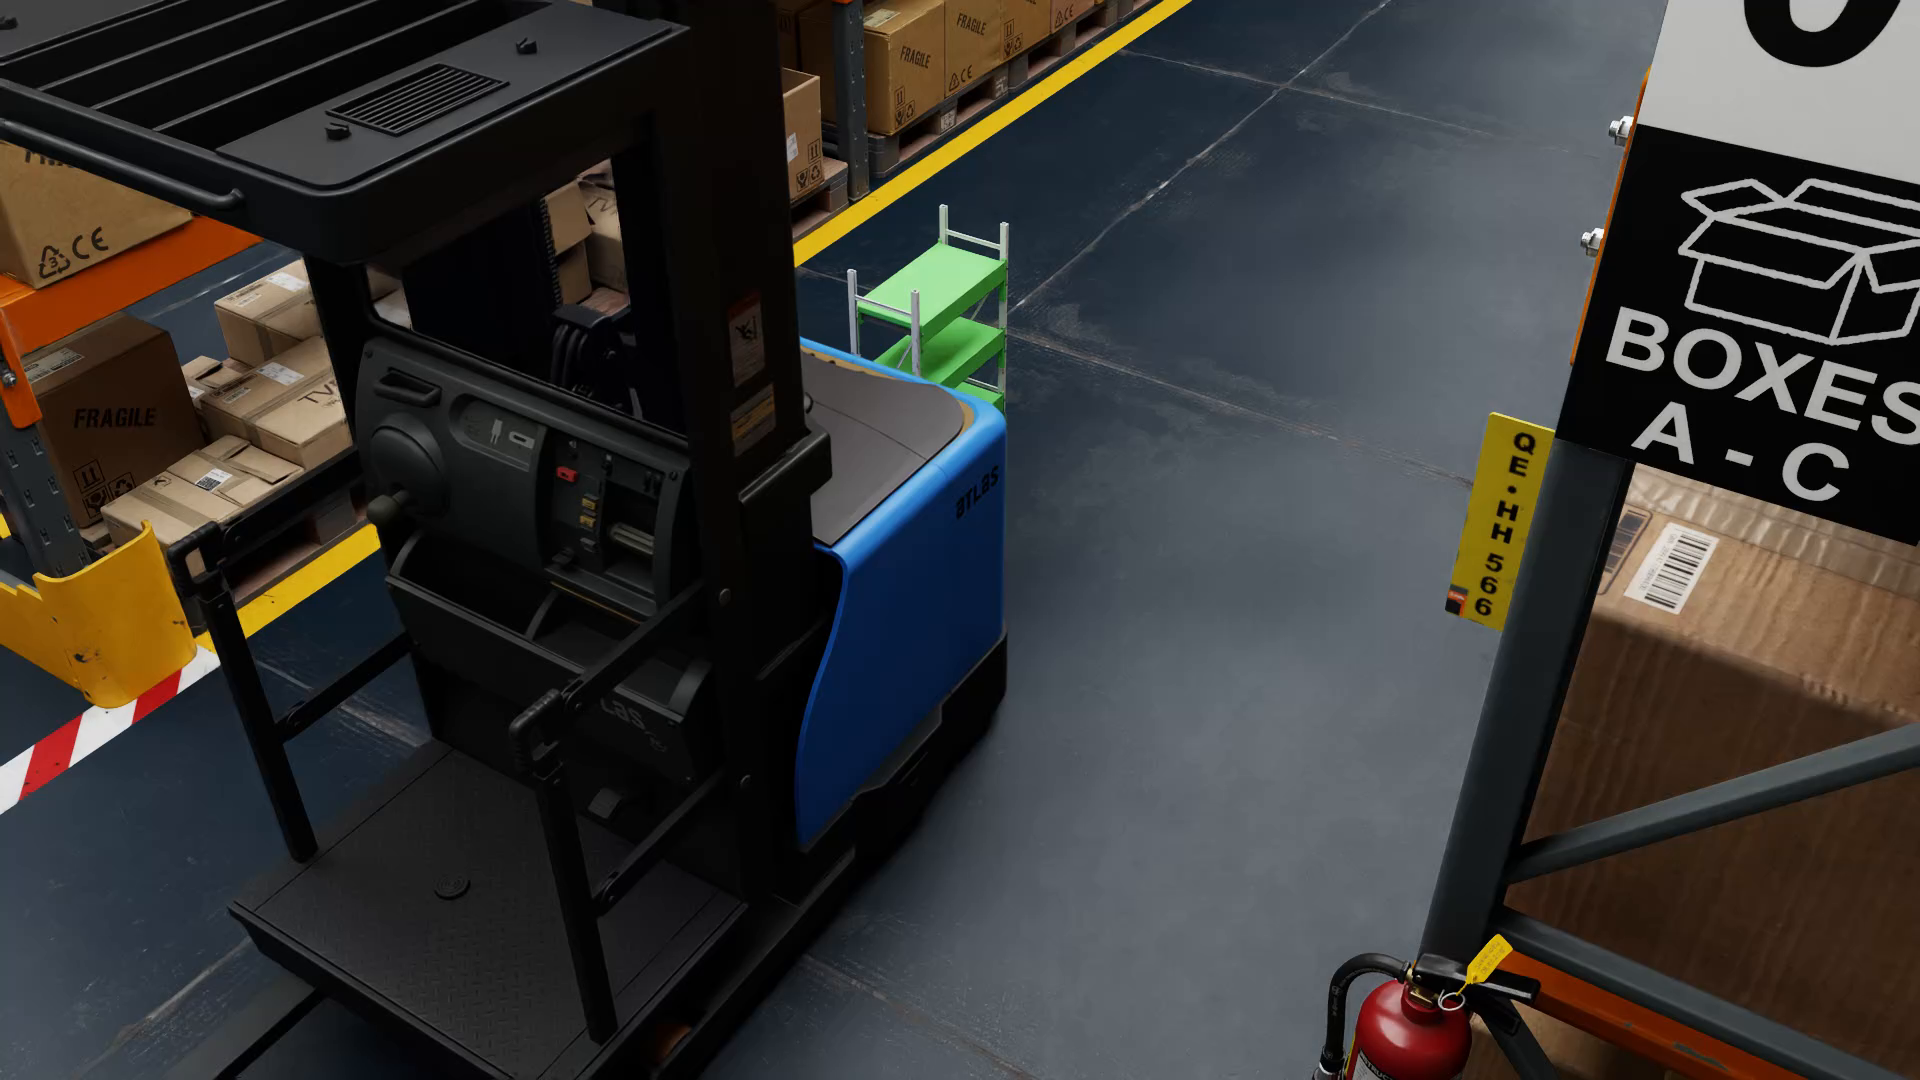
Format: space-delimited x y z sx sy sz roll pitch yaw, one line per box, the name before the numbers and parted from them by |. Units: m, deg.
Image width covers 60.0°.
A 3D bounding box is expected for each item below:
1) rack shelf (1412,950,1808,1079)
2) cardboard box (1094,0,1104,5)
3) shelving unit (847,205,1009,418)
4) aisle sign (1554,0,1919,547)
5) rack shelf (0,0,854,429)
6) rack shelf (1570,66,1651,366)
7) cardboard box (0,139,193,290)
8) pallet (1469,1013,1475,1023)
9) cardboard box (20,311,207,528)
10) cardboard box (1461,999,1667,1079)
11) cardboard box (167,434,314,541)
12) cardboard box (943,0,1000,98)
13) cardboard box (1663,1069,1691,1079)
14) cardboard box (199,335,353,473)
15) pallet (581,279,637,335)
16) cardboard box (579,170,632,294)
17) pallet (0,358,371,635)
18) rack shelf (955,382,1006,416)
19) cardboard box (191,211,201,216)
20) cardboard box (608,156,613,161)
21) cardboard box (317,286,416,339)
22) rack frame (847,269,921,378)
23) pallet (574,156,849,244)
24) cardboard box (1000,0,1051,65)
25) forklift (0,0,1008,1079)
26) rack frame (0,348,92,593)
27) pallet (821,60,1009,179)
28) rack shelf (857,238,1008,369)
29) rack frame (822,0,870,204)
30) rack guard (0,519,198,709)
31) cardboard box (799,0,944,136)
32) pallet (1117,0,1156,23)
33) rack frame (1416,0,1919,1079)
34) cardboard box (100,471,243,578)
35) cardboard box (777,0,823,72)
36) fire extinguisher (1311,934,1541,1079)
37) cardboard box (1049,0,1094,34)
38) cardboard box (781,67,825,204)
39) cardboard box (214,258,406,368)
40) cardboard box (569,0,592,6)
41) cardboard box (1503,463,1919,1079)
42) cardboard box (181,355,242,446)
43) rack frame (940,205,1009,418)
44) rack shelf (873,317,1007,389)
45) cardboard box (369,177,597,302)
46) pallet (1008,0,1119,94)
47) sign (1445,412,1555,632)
rack shelf | 2.233 -0.025 3.915 1.077 0.370 4.000 21 42 25
cardboard box | 0.682 -3.380 9.365 0.500 0.500 0.500 20 42 24
shelving unit | -0.089 -0.390 5.273 0.258 1.200 0.503 21 42 25
aisle sign | 0.869 -0.369 1.643 0.394 0.787 0.004 21 42 25
rack shelf | -1.952 -1.643 6.014 1.077 0.370 4.000 21 42 25
rack shelf | 2.233 -1.213 2.999 1.077 0.370 4.000 21 42 25
cardboard box | -2.563 -1.079 4.611 0.500 0.500 0.500 22 43 26
pallet | 1.523 1.388 3.777 1.003 0.211 1.213 21 42 25
cardboard box | -2.940 -0.442 5.554 0.500 0.500 0.500 21 42 25
cardboard box | 1.452 1.151 3.503 0.700 0.500 0.500 21 42 25
cardboard box | -2.375 -0.182 5.489 0.380 0.166 0.250 21 42 25
cardboard box | -0.139 -2.592 8.342 0.500 0.500 0.500 22 43 26
cardboard box | 1.554 1.024 3.137 0.380 0.149 0.250 21 43 25
cardboard box | -2.225 -0.428 5.740 0.500 0.250 0.500 21 42 25
pallet | -1.902 -0.870 6.705 1.003 0.211 1.213 21 42 25
cardboard box | -1.348 -1.296 6.816 0.500 0.311 0.500 21 42 25
pallet | -2.557 -0.243 5.893 1.003 0.211 1.213 21 42 25
rack shelf | -0.089 -0.339 5.312 0.258 0.148 0.480 21 42 25
cardboard box | -2.291 -1.347 4.959 0.500 0.500 0.500 21 42 25
cardboard box | -1.288 -1.923 7.630 0.500 0.311 0.500 21 42 25
cardboard box | -1.957 -0.686 6.074 0.500 0.250 0.500 21 42 25
rack frame | -0.219 -0.264 5.110 0.240 1.200 0.015 21 42 25
pallet | -1.249 -1.501 7.525 1.003 0.211 1.213 21 42 25
cardboard box | 0.135 -2.847 8.673 0.500 0.500 0.500 22 43 26
forklift | -1.073 -0.067 3.437 1.130 2.935 3.031 21 42 25
rack frame | -3.024 -0.897 4.457 1.000 3.000 0.127 21 42 25
pallet | -0.477 -2.287 8.543 1.003 0.211 1.213 21 42 25
rack shelf | -0.089 -0.719 5.019 0.258 0.148 0.480 21 42 25
rack frame | -0.881 -2.959 7.132 1.000 3.000 0.127 21 42 25
rack guard | -2.983 0.054 5.271 1.175 0.500 0.348 21 42 25
cardboard box | -0.416 -2.313 7.981 0.500 0.500 0.500 19 42 23
pallet | 0.831 -3.544 10.175 1.003 0.211 1.213 21 42 25
rack frame | 1.158 0.720 2.359 0.949 2.616 0.053 21 42 25
cardboard box | -2.509 -0.046 5.327 0.380 0.149 0.250 21 42 25
cardboard box | -0.858 -2.492 8.212 0.500 0.500 0.500 21 42 25
fire extinguisher | 0.691 0.826 2.590 0.296 0.674 0.183 21 42 25
cardboard box | 0.406 -3.107 9.011 0.500 0.500 0.500 20 42 23
cardboard box | -0.946 -1.757 7.259 0.500 0.500 0.500 21 42 25
cardboard box | -2.406 -0.823 6.253 0.500 0.250 0.500 21 42 25
cardboard box | -1.480 -2.125 5.968 0.500 0.500 0.500 22 43 26
cardboard box | 1.426 0.336 2.611 0.980 0.700 0.700 23 43 27
cardboard box | -2.647 -0.490 5.889 0.380 0.166 0.250 21 42 25
rack frame | 0.042 -0.516 5.436 0.240 1.200 0.015 21 42 25
rack shelf | -0.089 -0.529 5.165 0.258 0.148 0.480 21 42 25
cardboard box | -1.883 -1.175 6.501 0.797 0.503 0.637 21 42 25
pallet | 0.176 -2.918 9.362 1.003 0.211 1.213 21 42 25
sign | 0.710 -0.016 2.171 0.100 0.325 0.005 21 42 25
